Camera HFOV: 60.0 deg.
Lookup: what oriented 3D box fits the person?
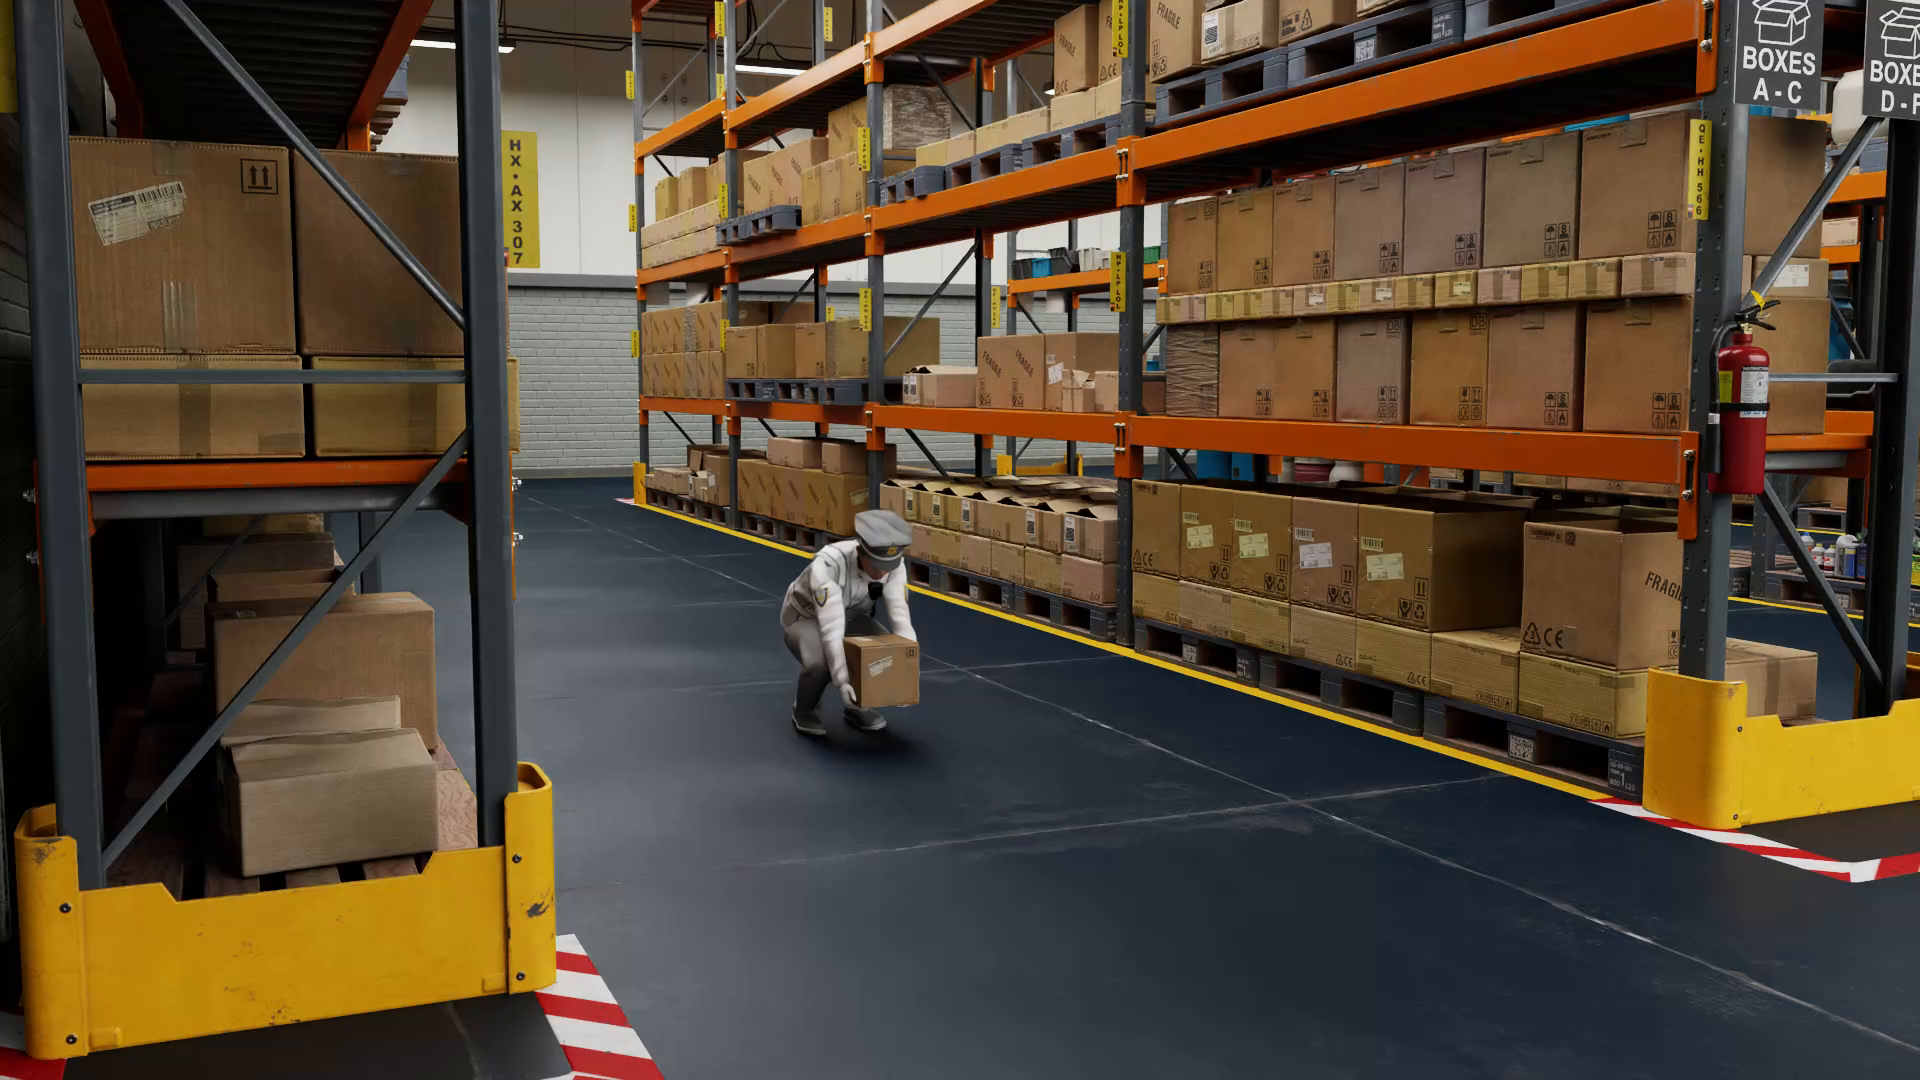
[{"bbox_3d":[-0.467,0.348,7.045,0.466,0.979,0.851,-3,6,-25],"label":"person"}]
